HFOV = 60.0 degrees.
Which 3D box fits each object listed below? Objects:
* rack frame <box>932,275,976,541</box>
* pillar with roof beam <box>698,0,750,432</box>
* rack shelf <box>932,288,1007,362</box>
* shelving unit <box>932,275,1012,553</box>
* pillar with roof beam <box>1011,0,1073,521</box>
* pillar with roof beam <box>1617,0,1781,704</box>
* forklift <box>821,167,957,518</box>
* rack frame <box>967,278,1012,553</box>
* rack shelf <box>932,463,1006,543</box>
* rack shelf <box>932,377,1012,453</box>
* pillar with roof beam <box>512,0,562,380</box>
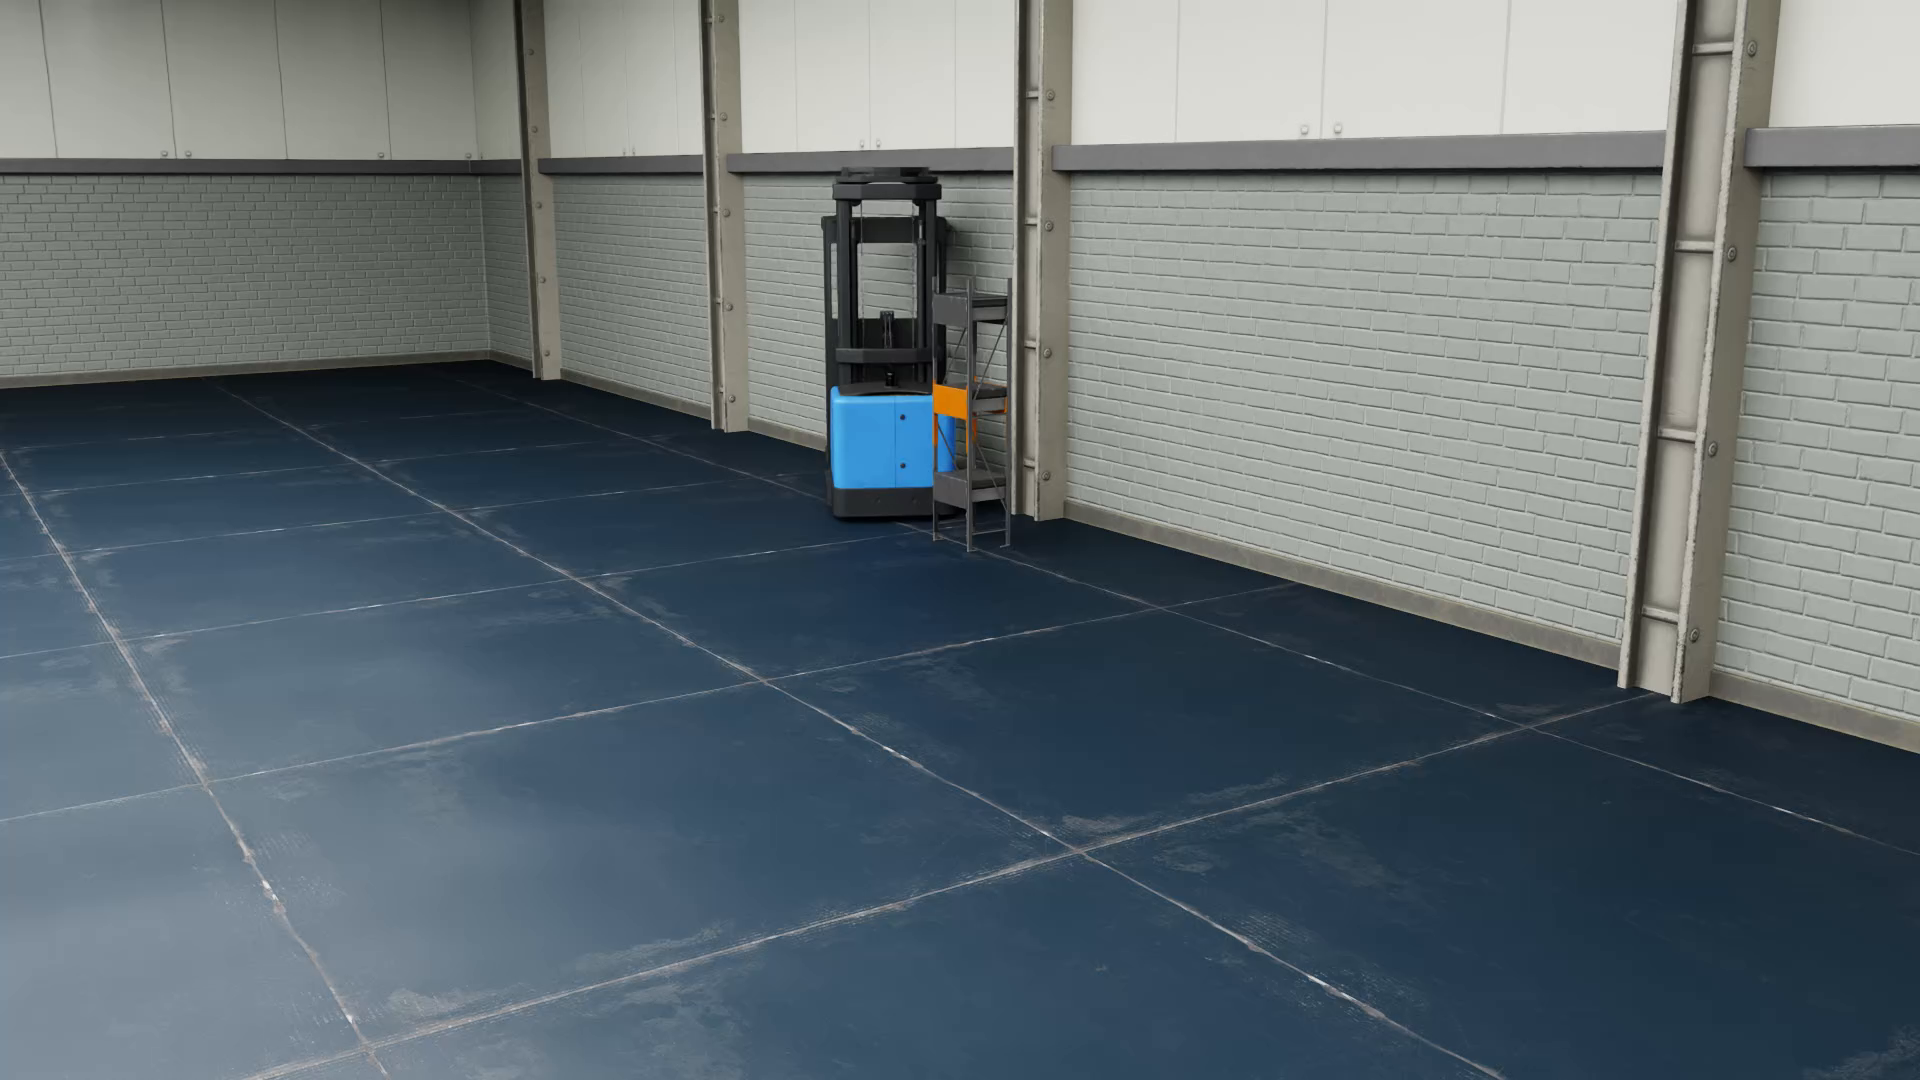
[{"bbox_3d":[-0.043,-1.040,13.201,0.400,2.100,0.015,-8,15,-33],"label":"rack frame"},{"bbox_3d":[-6.230,-5.166,15.923,9.100,9.000,0.400,-8,15,-33],"label":"pillar with roof beam"},{"bbox_3d":[0.092,-1.667,12.856,0.431,0.518,0.480,-8,15,-33],"label":"rack shelf"},{"bbox_3d":[0.092,-0.996,13.003,0.431,2.100,0.503,-8,15,-33],"label":"shelving unit"},{"bbox_3d":[-2.906,-4.099,11.044,9.100,9.000,0.400,-8,15,-33],"label":"pillar with roof beam"},{"bbox_3d":[0.418,-3.032,6.164,9.100,9.000,0.400,-8,15,-33],"label":"pillar with roof beam"},{"bbox_3d":[-0.690,-1.883,15.113,1.130,2.935,3.031,-1,12,-6],"label":"forklift"},{"bbox_3d":[0.227,-0.953,12.804,0.400,2.100,0.015,-8,15,-33],"label":"rack frame"},{"bbox_3d":[0.092,-0.299,13.155,0.431,0.518,0.480,-8,15,-33],"label":"rack shelf"},{"bbox_3d":[0.092,-0.983,13.006,0.431,0.518,0.480,-8,15,-33],"label":"rack shelf"},{"bbox_3d":[-9.554,-6.234,20.803,9.100,9.000,0.400,-8,15,-33],"label":"pillar with roof beam"}]
